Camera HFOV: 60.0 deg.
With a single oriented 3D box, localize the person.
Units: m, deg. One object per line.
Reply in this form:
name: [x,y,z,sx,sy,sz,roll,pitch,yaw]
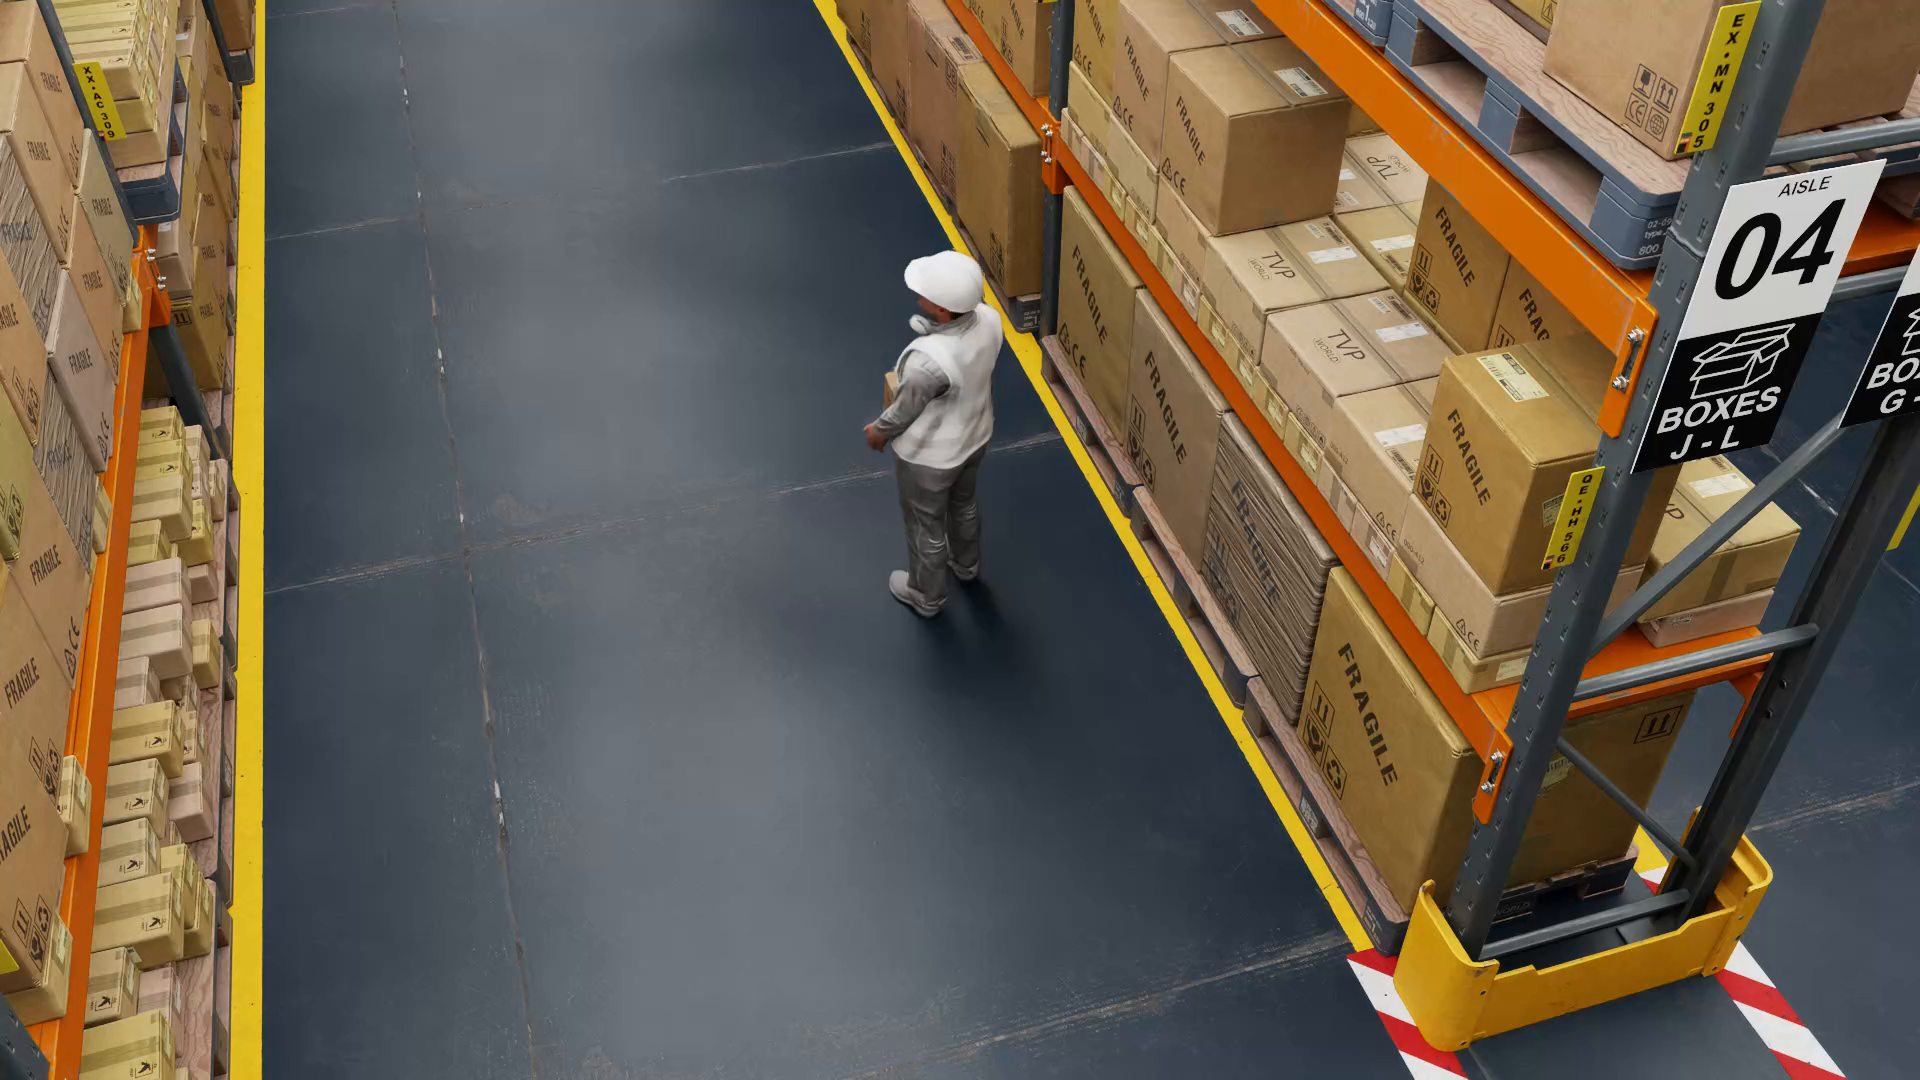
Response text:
person: [-0.098,-0.437,6.613,0.486,1.779,0.589,25,48,25]
